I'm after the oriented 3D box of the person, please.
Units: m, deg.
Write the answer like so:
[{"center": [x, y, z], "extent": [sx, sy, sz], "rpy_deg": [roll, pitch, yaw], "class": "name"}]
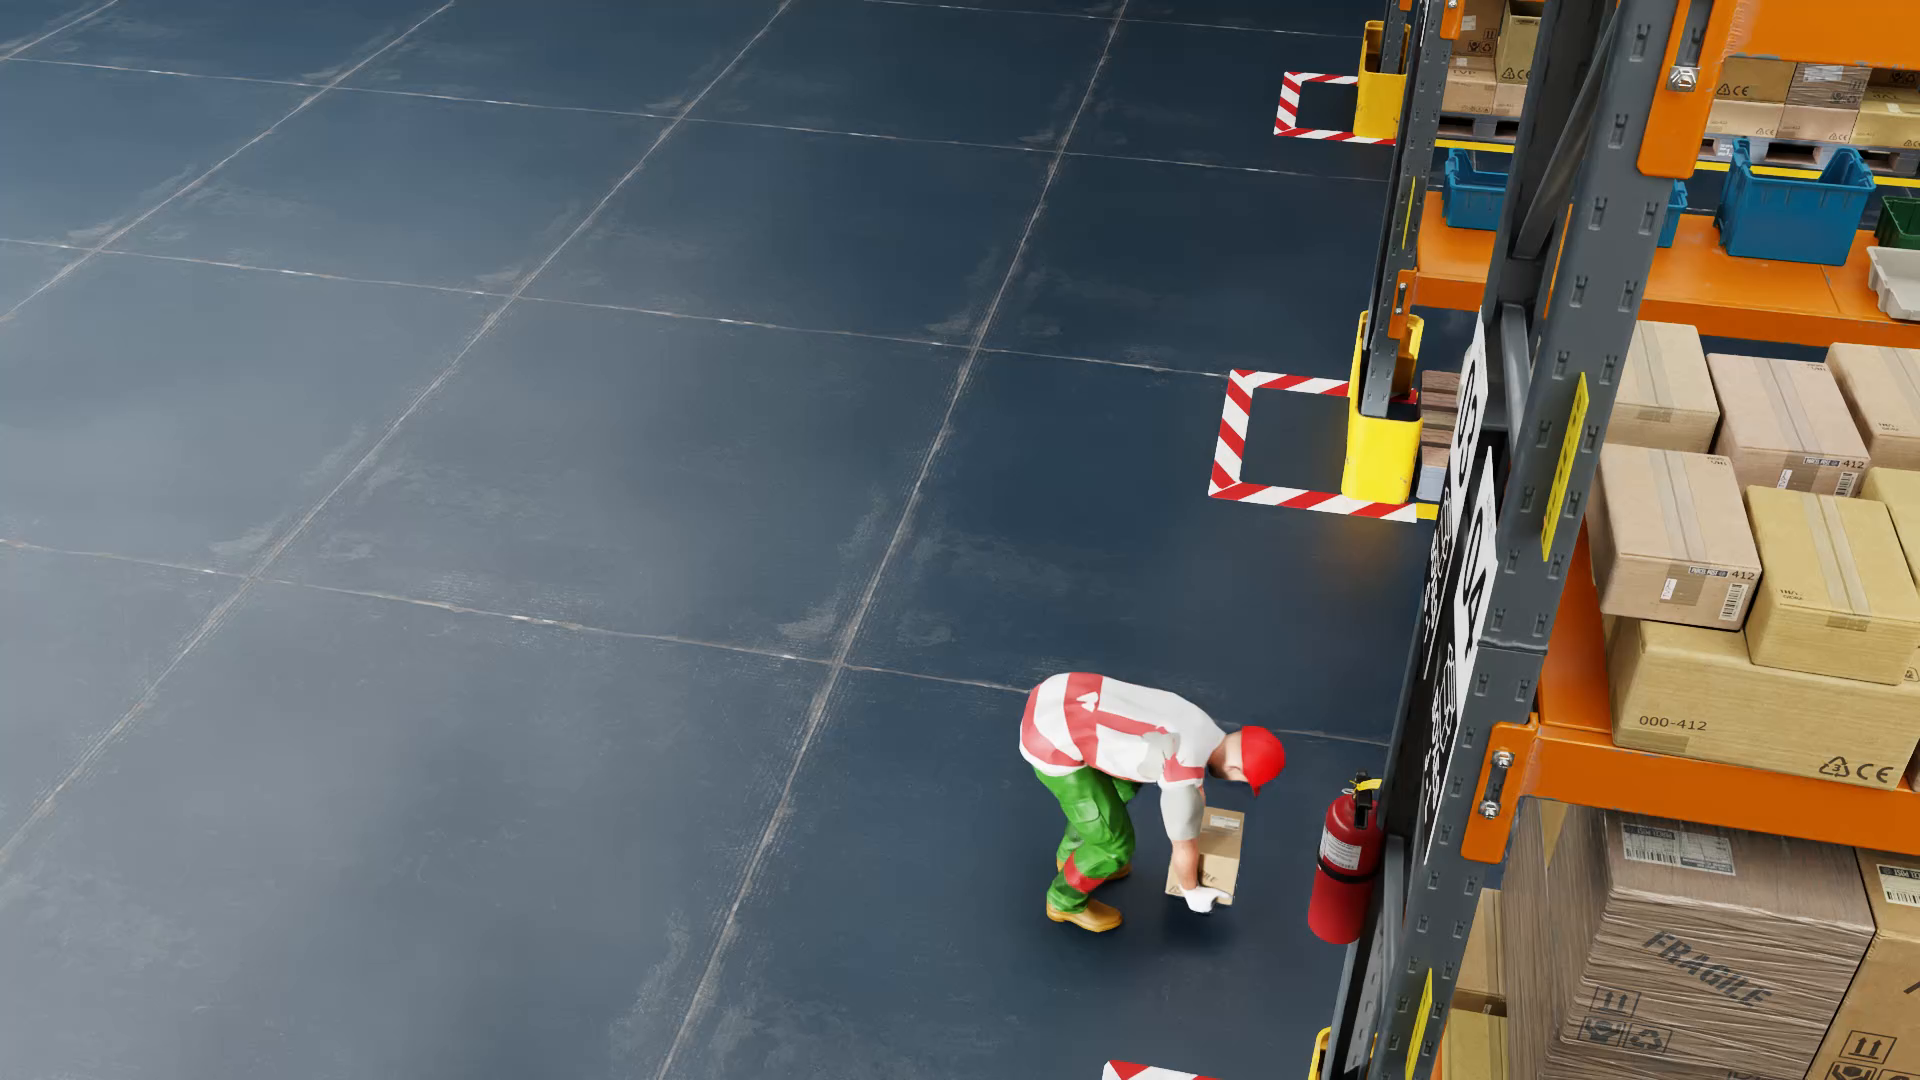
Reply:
[{"center": [0.697, 0.983, 6.216], "extent": [0.962, 1.060, 0.517], "rpy_deg": [6, 37, 8], "class": "person"}]
